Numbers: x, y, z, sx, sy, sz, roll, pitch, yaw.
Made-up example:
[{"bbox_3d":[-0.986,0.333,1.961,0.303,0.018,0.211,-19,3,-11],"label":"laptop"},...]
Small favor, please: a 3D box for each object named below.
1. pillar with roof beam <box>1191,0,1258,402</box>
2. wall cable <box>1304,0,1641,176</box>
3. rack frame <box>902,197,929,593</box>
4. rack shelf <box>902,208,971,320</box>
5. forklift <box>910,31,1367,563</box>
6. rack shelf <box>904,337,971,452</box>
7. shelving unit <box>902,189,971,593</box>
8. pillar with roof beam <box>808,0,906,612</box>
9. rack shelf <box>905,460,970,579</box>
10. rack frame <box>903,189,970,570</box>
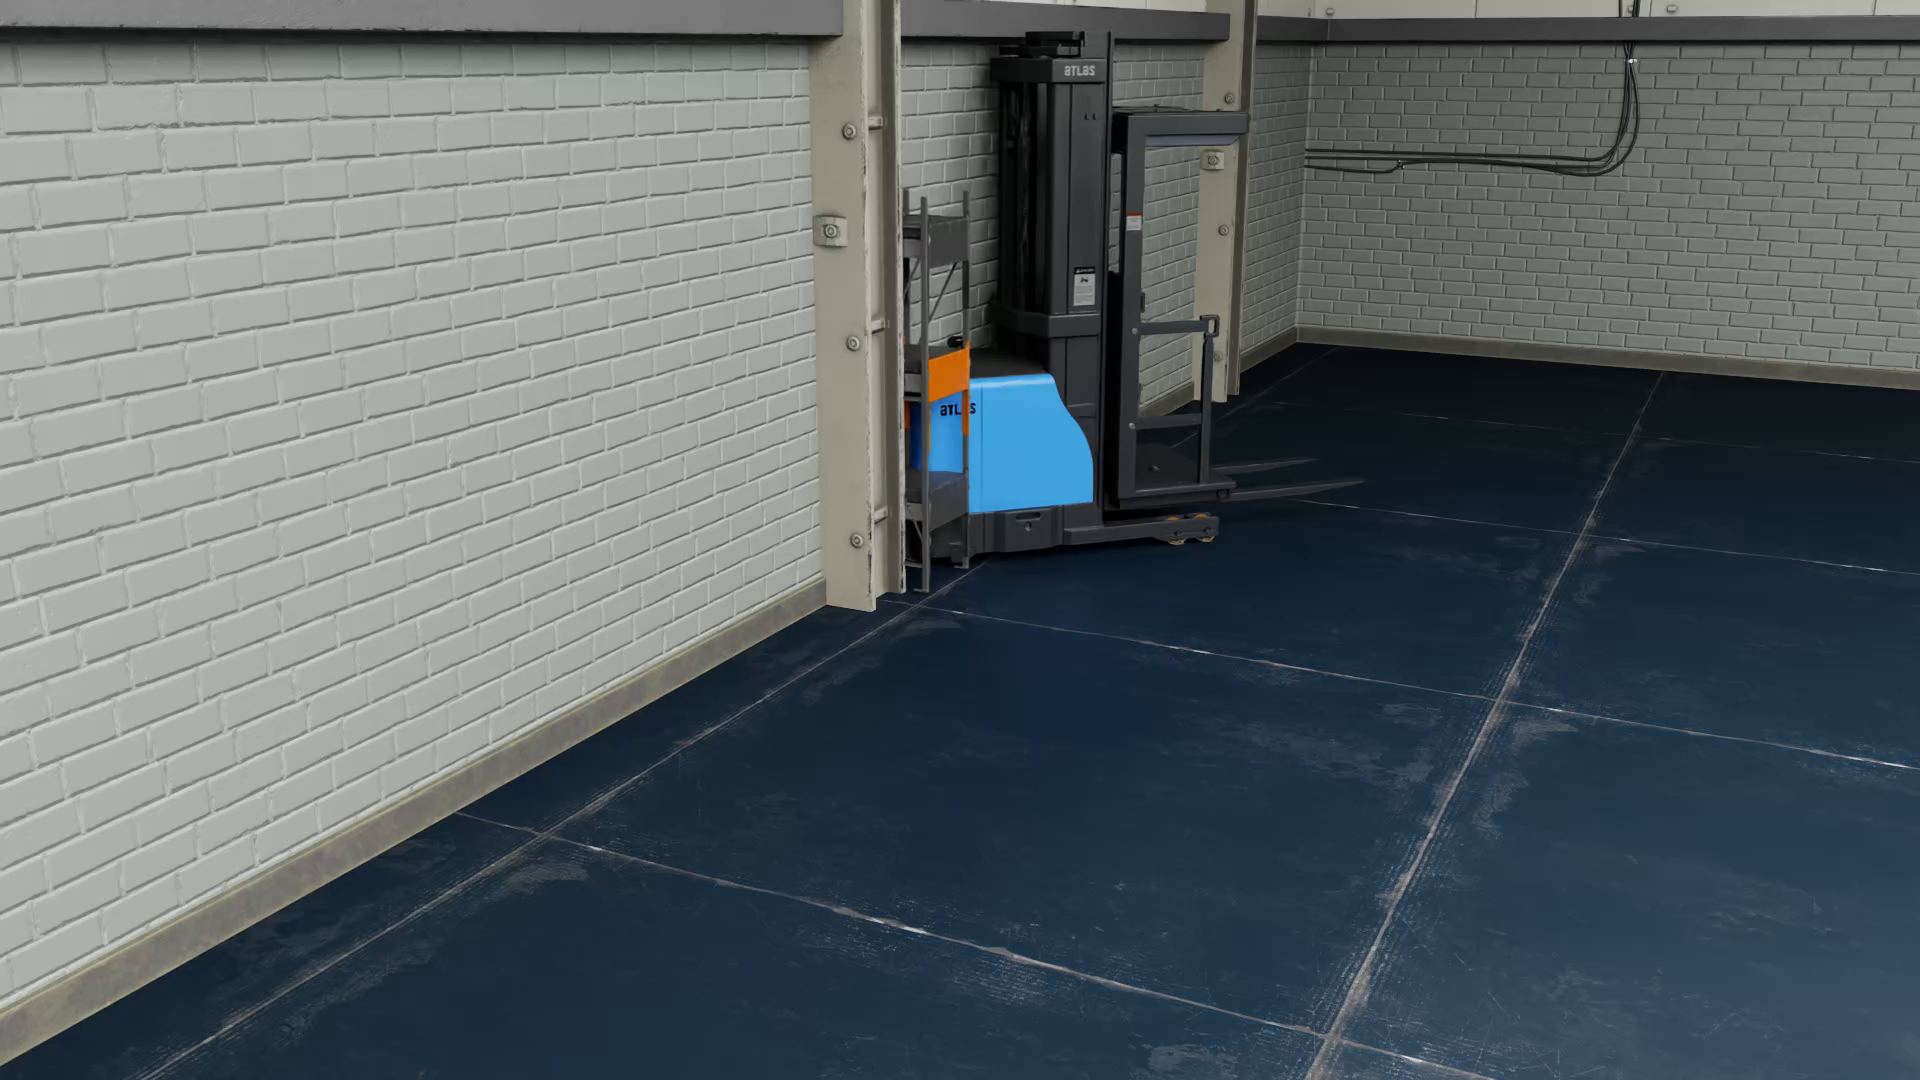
[{"bbox_3d":[6.015,-4.986,11.007,9.100,9.000,0.400,8,18,25],"label":"pillar with roof beam"},{"bbox_3d":[4.663,-4.627,15.253,3.097,2.526,0.112,8,18,25],"label":"wall cable"},{"bbox_3d":[-0.348,-0.750,8.787,0.400,2.100,0.015,8,17,25],"label":"rack frame"},{"bbox_3d":[-0.238,-1.470,8.812,0.431,0.518,0.480,8,17,25],"label":"rack shelf"},{"bbox_3d":[1.031,-1.509,9.957,3.031,2.935,1.130,-6,17,-19],"label":"forklift"},{"bbox_3d":[-0.239,-0.796,9.002,0.431,0.518,0.480,8,17,25],"label":"rack shelf"},{"bbox_3d":[-0.239,-0.809,8.998,0.431,2.100,0.503,8,17,25],"label":"shelving unit"},{"bbox_3d":[3.334,-3.458,5.861,9.100,9.000,0.400,8,18,25],"label":"pillar with roof beam"},{"bbox_3d":[-0.241,-0.123,9.192,0.431,0.518,0.480,8,17,25],"label":"rack shelf"},{"bbox_3d":[-0.131,-0.869,9.209,0.400,2.100,0.015,8,17,25],"label":"rack frame"}]
